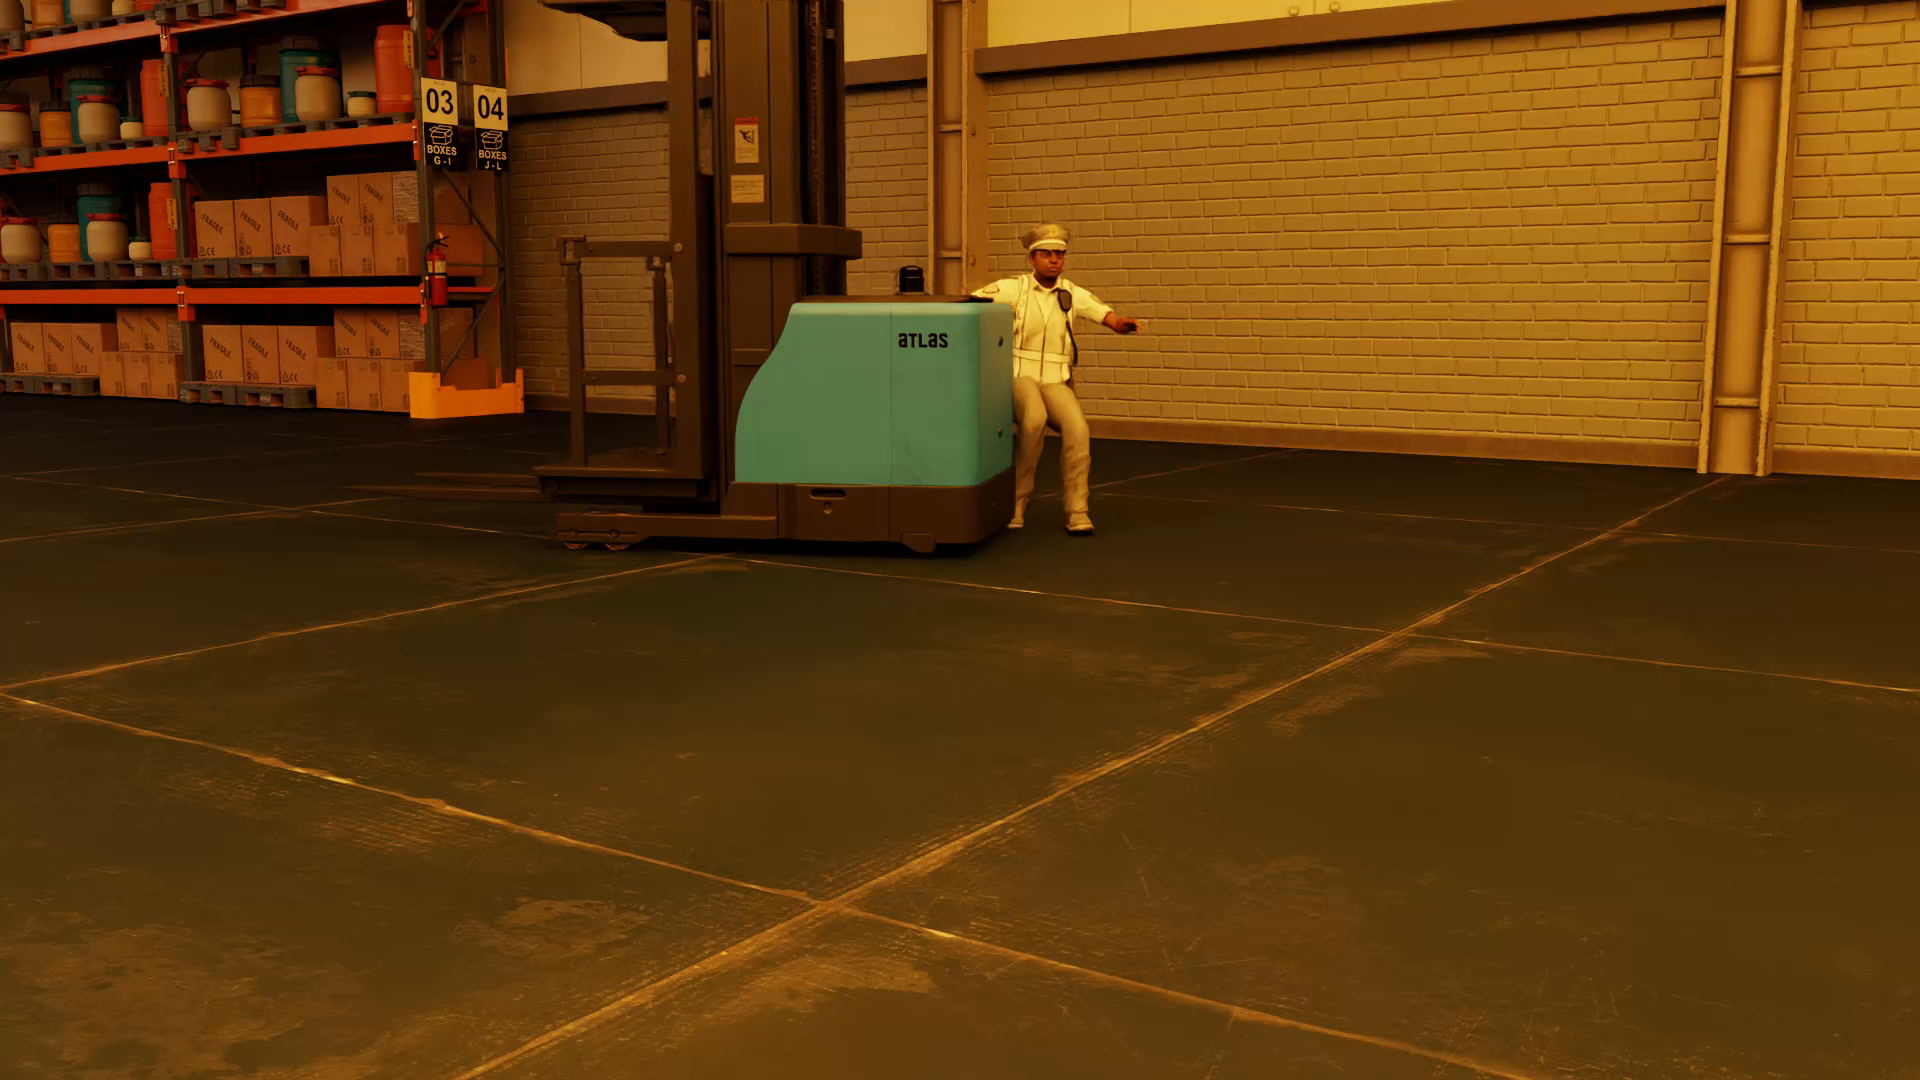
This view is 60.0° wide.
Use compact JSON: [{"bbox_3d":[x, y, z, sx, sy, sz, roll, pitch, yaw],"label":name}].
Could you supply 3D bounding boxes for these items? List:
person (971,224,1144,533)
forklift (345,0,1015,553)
[{"bbox_3d":[0.420,-0.788,7.970,0.886,1.444,0.822,-3,9,-19],"label":"person"},{"bbox_3d":[-1.308,-1.475,7.567,3.031,2.935,1.130,2,8,11],"label":"forklift"}]
